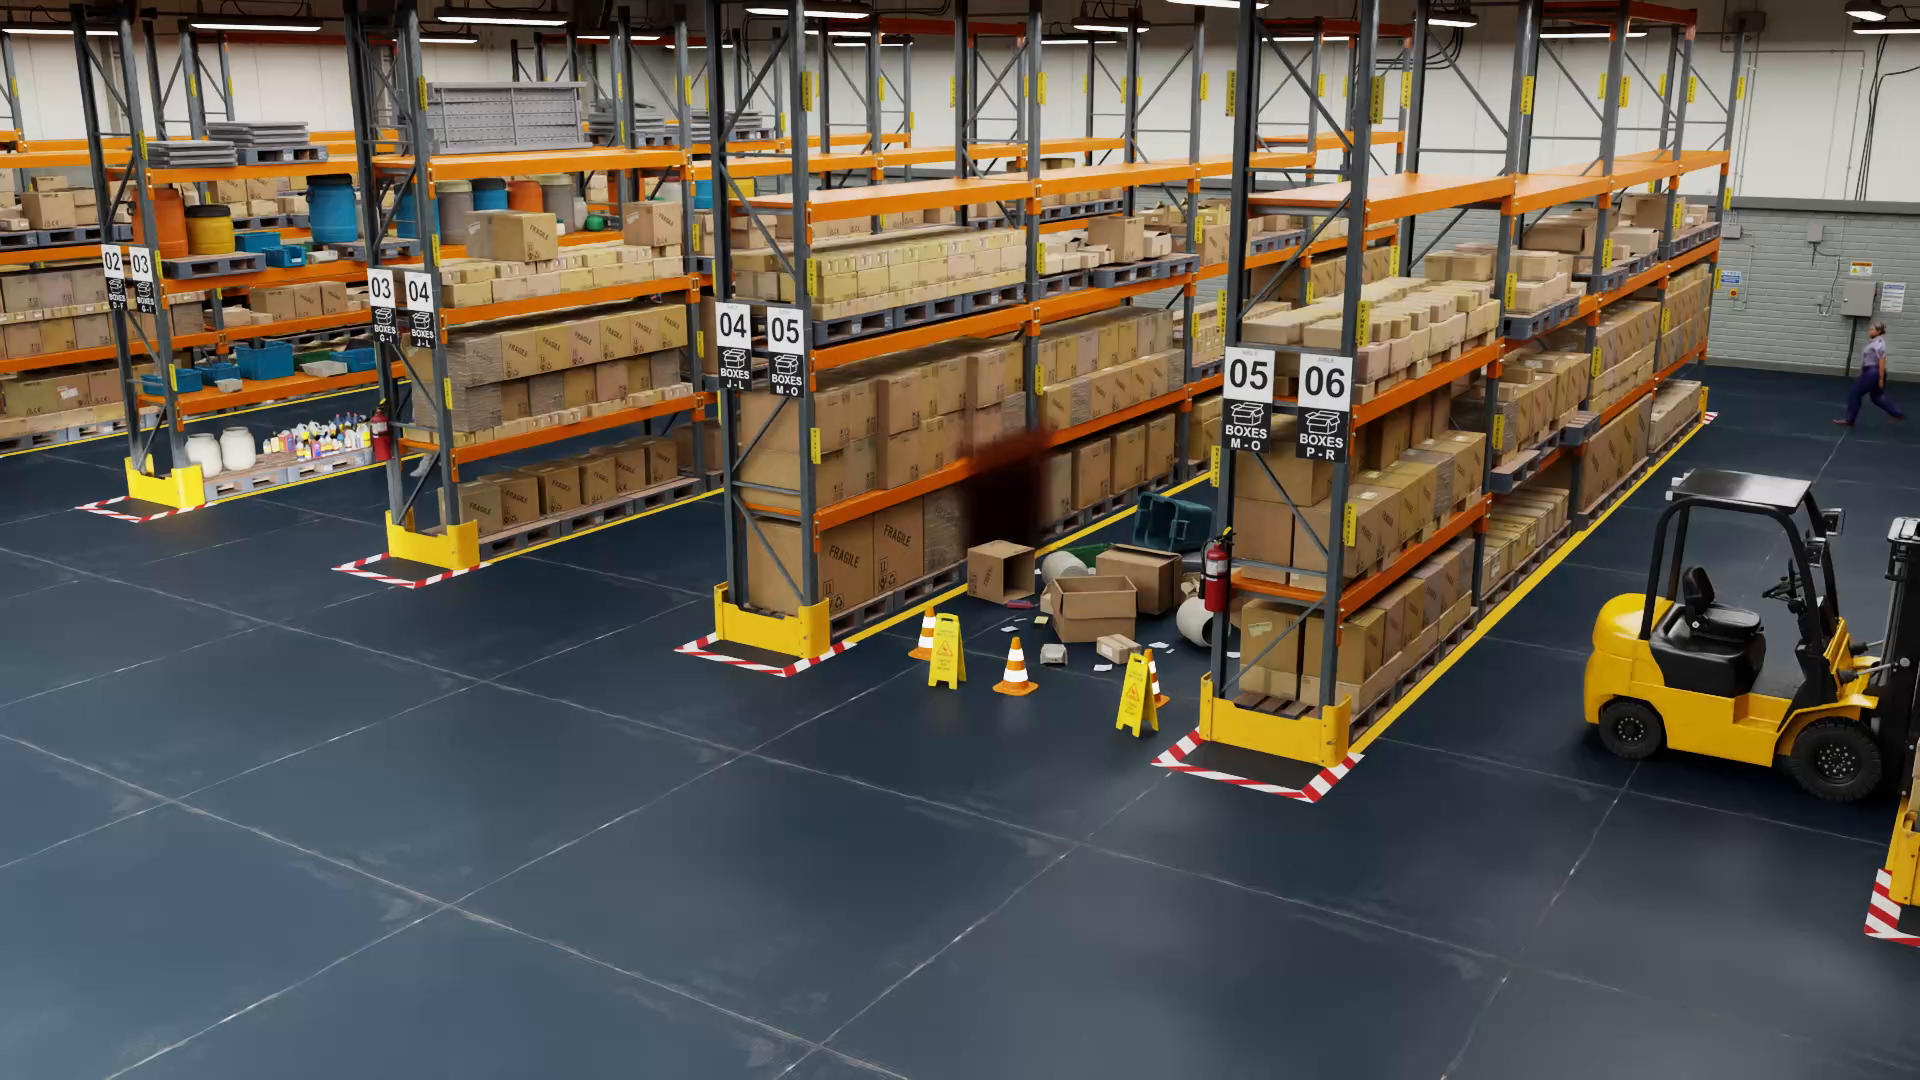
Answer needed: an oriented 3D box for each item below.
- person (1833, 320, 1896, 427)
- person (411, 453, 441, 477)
[{"bbox_3d":[13.795,-2.517,25.192,0.805,1.616,0.456,12,19,36],"label":"person"},{"bbox_3d":[-7.113,-1.707,22.384,0.454,1.590,0.994,4,16,16],"label":"person"}]
